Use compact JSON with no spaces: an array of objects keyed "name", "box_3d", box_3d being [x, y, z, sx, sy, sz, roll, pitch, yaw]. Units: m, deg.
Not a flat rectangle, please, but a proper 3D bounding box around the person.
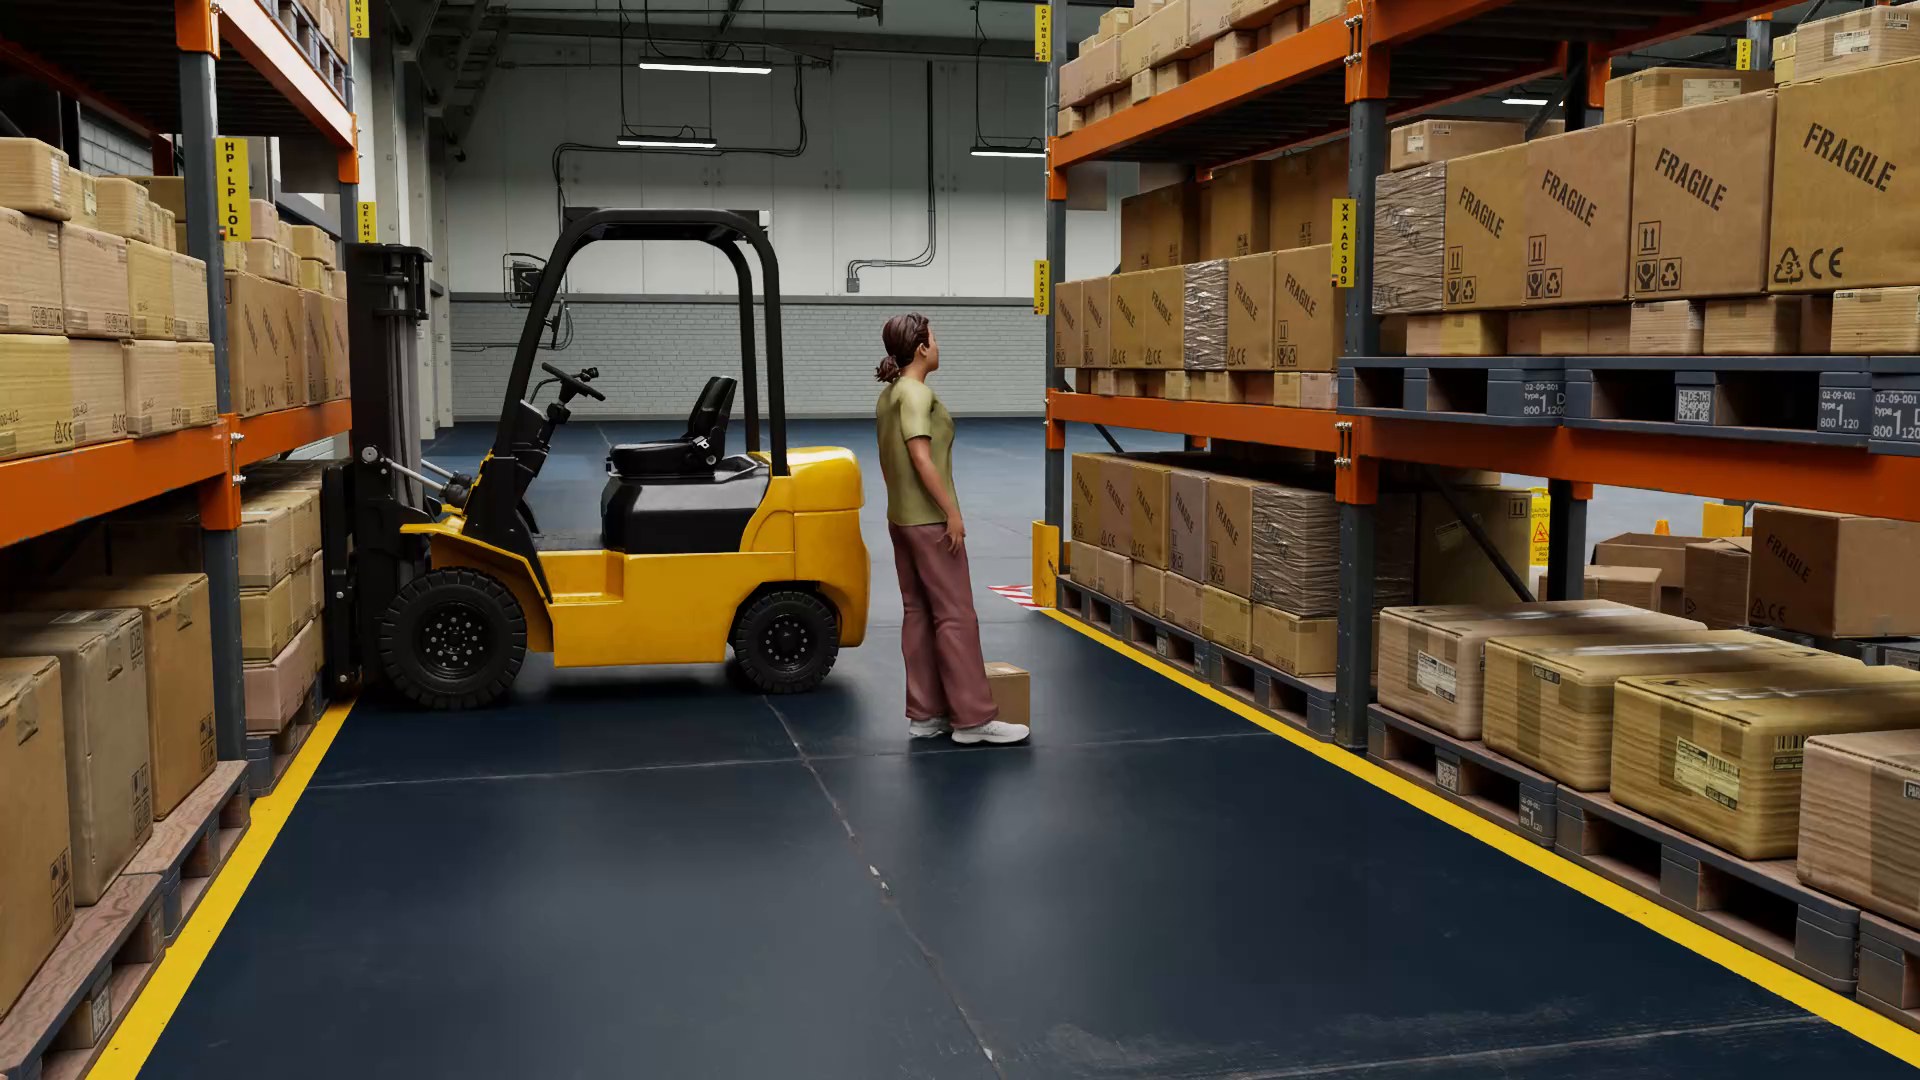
[{"name":"person","box_3d":[-0.069,-0.056,6.576,0.548,1.674,0.552,-2,7,-21]}]
